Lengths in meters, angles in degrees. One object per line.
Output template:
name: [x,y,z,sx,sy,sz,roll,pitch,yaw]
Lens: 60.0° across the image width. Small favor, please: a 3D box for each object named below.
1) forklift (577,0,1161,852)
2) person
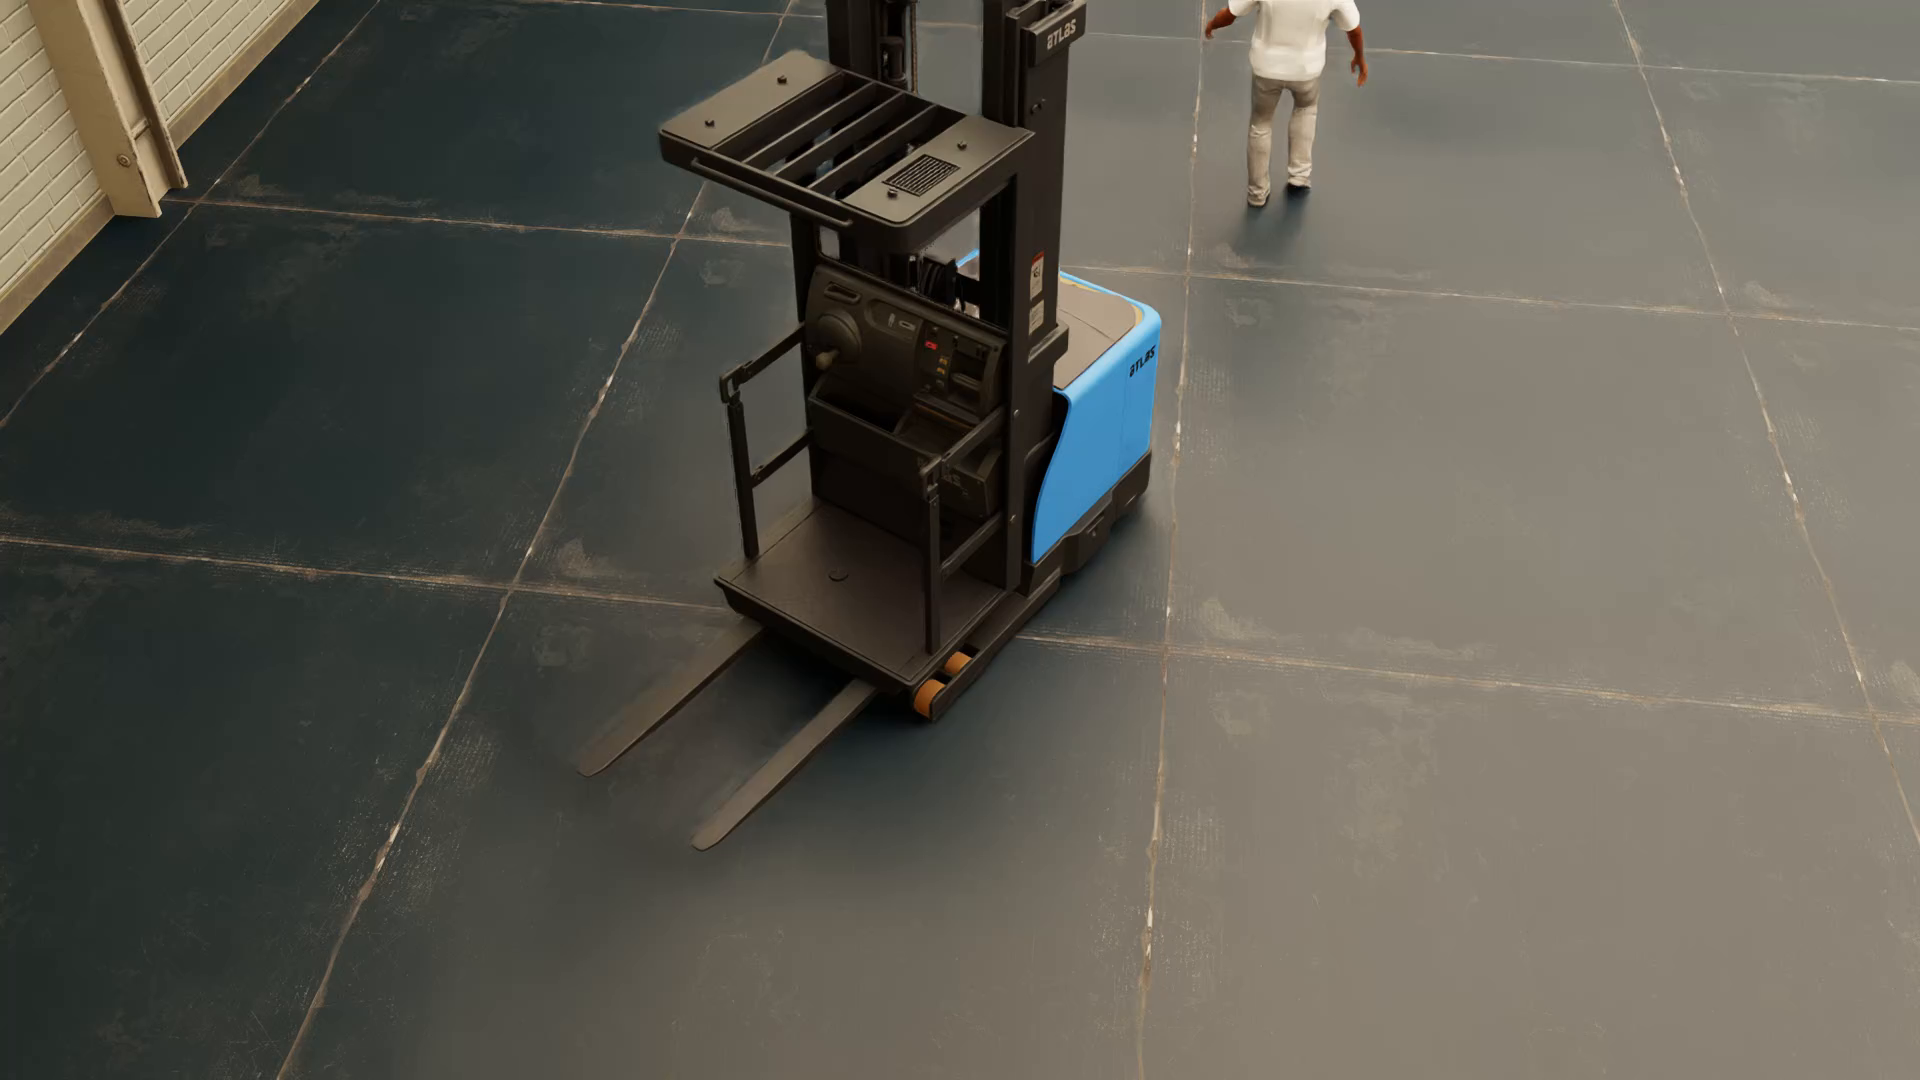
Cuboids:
forklift: [-0.357,-0.699,6.486,1.130,2.935,3.031,26,49,26]
person: [1.881,-2.759,9.638,0.966,1.785,0.497,9,43,9]
